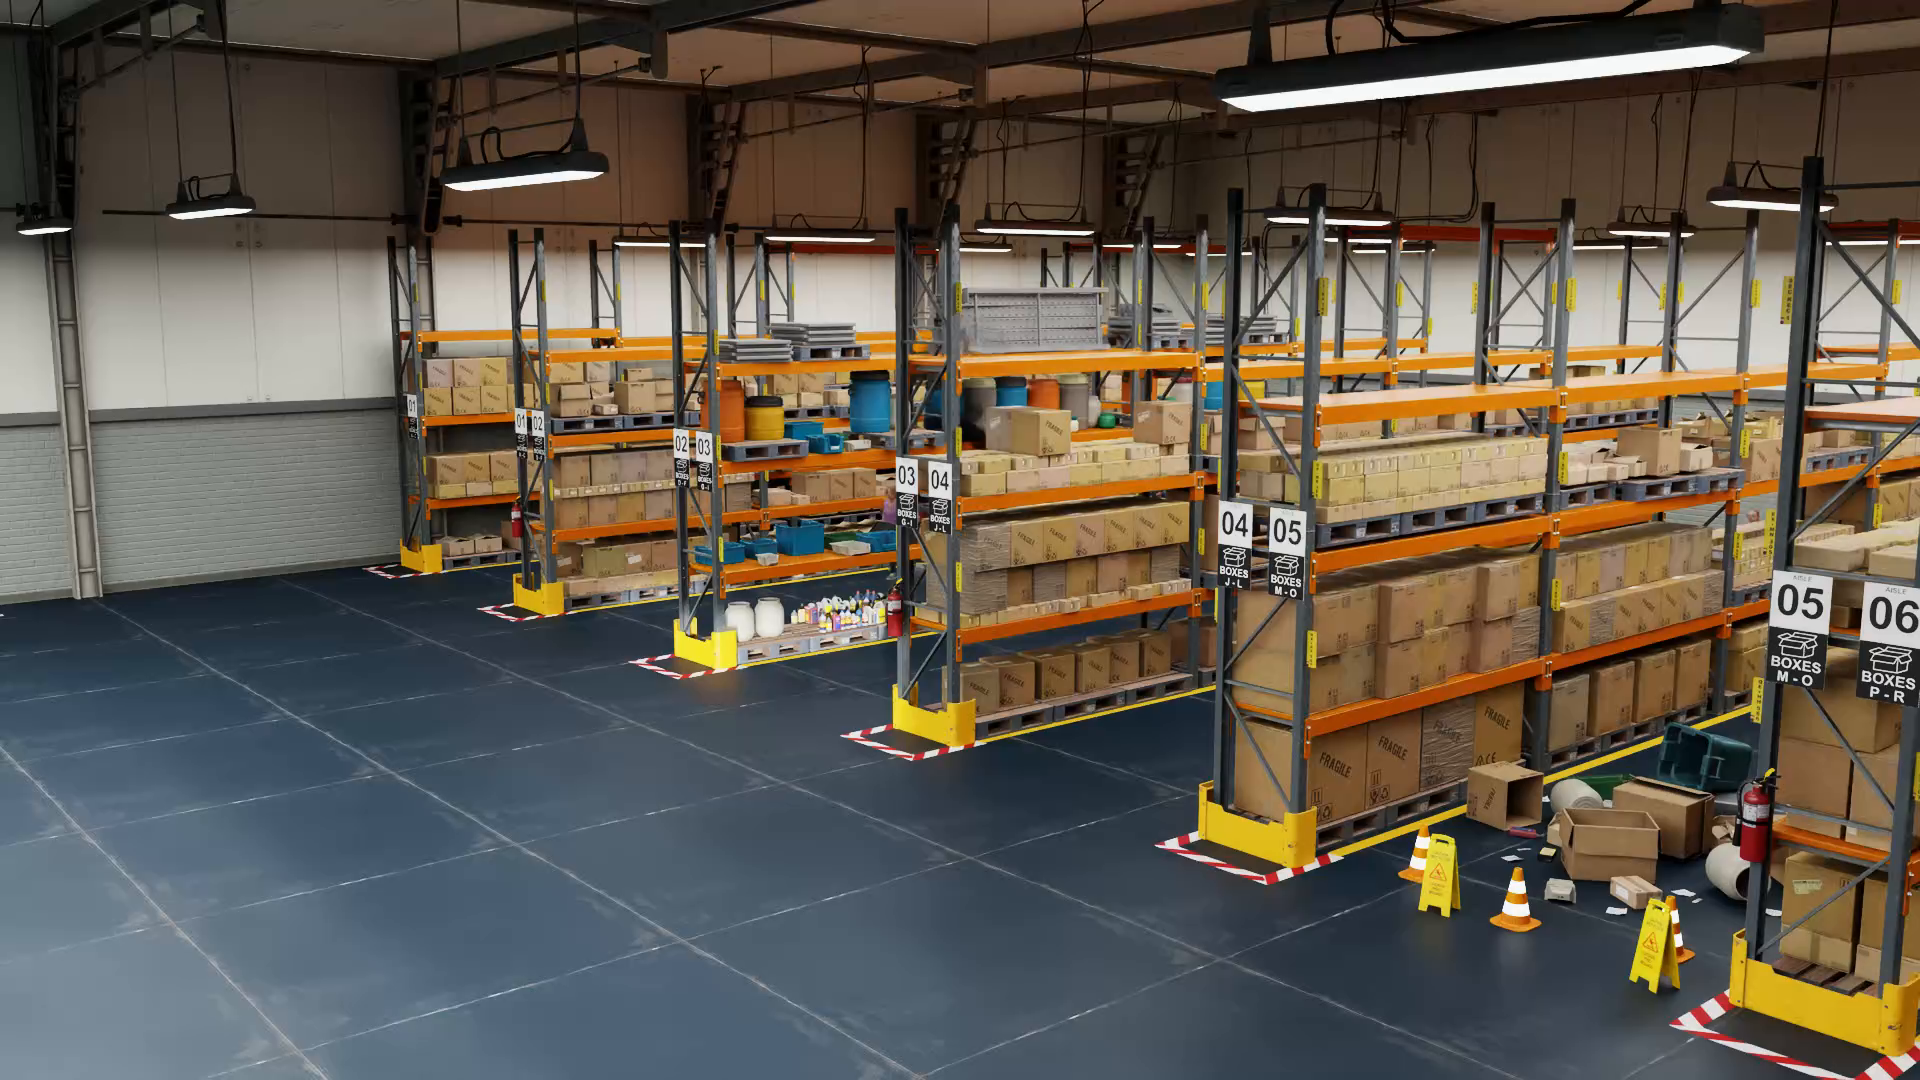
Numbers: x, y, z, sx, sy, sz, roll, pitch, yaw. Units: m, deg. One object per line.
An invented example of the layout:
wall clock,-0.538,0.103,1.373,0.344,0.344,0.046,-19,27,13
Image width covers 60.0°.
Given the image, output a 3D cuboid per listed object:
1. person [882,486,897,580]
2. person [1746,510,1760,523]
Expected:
person,-1.071,-0.132,27.668,0.522,1.564,0.521,6,10,33
person,12.359,0.365,26.010,0.598,1.679,0.672,-8,12,-44
